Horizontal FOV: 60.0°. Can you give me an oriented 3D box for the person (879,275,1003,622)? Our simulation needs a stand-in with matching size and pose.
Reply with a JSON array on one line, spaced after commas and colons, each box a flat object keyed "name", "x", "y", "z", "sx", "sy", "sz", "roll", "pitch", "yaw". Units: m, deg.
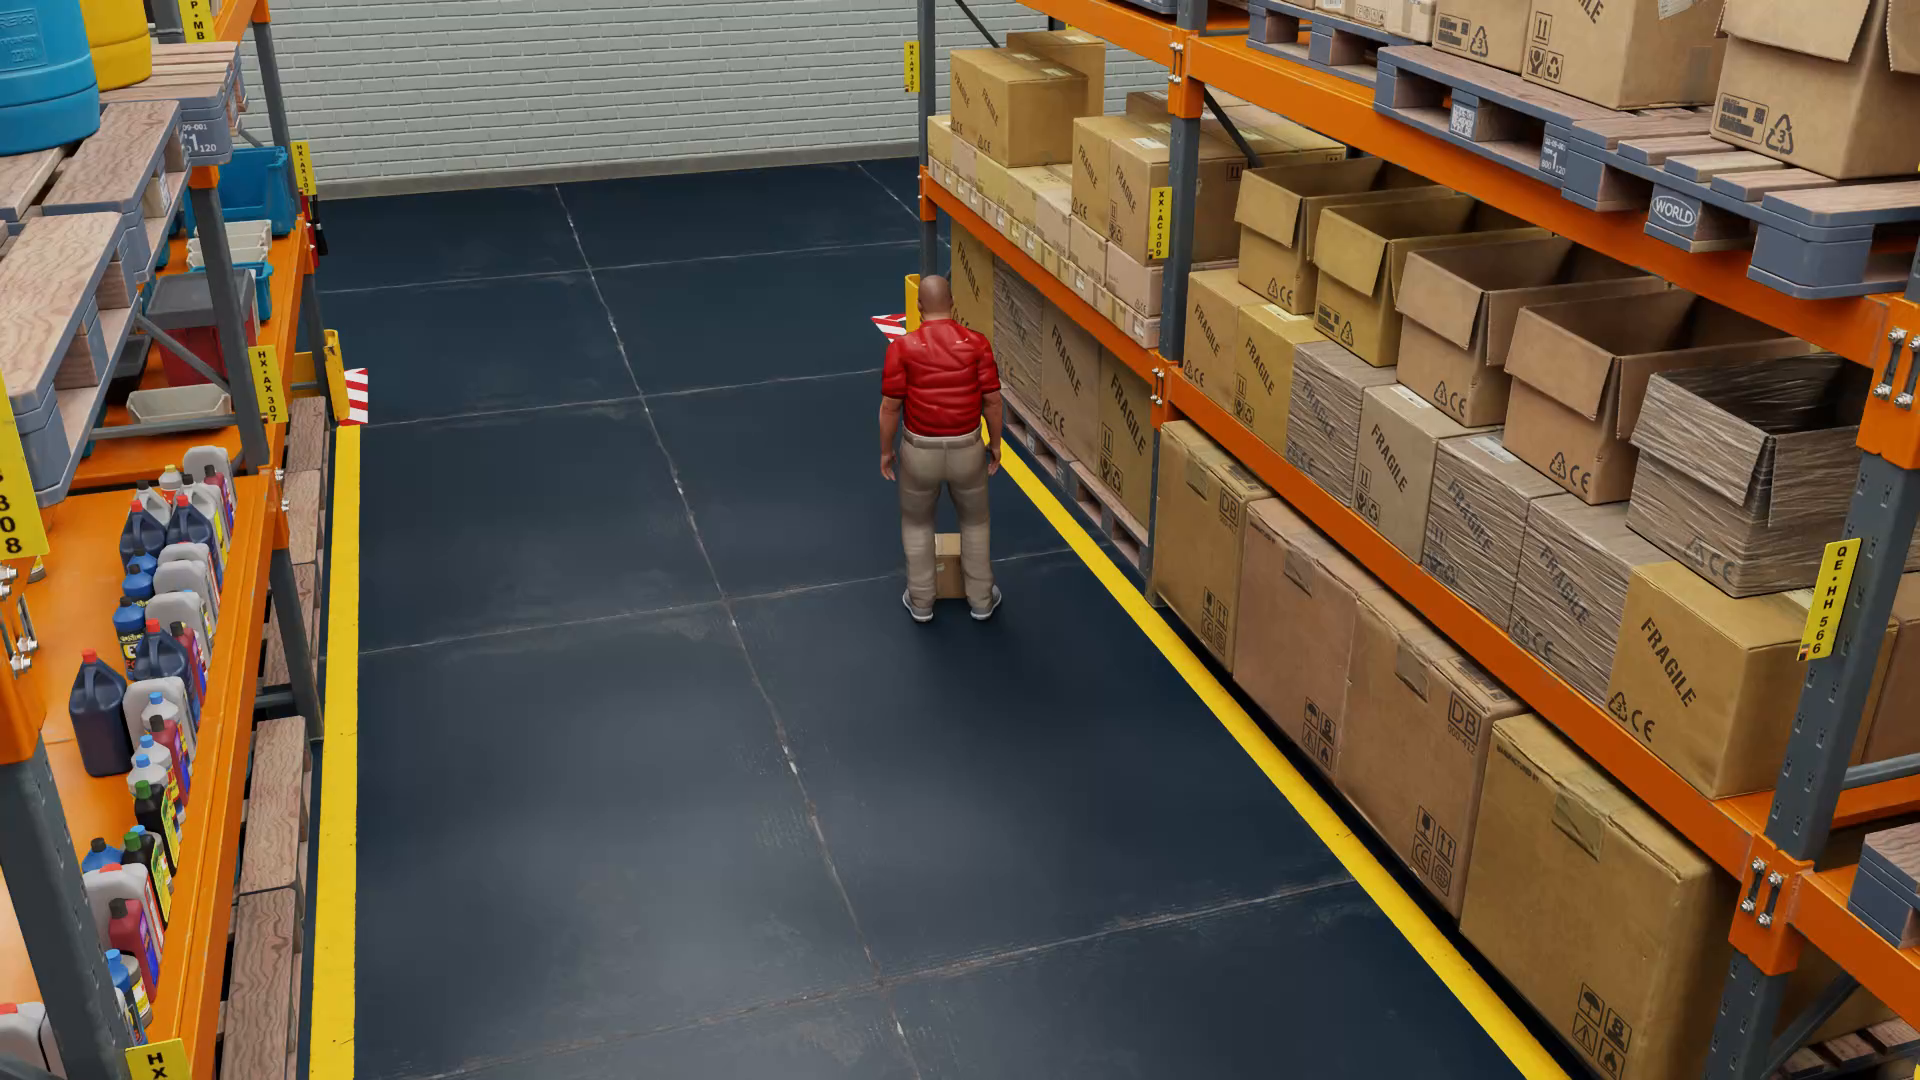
[{"name": "person", "x": -0.083, "y": -0.421, "z": 7.984, "sx": 0.606, "sy": 1.727, "sz": 0.394, "roll": -2, "pitch": 26, "yaw": -5}]
